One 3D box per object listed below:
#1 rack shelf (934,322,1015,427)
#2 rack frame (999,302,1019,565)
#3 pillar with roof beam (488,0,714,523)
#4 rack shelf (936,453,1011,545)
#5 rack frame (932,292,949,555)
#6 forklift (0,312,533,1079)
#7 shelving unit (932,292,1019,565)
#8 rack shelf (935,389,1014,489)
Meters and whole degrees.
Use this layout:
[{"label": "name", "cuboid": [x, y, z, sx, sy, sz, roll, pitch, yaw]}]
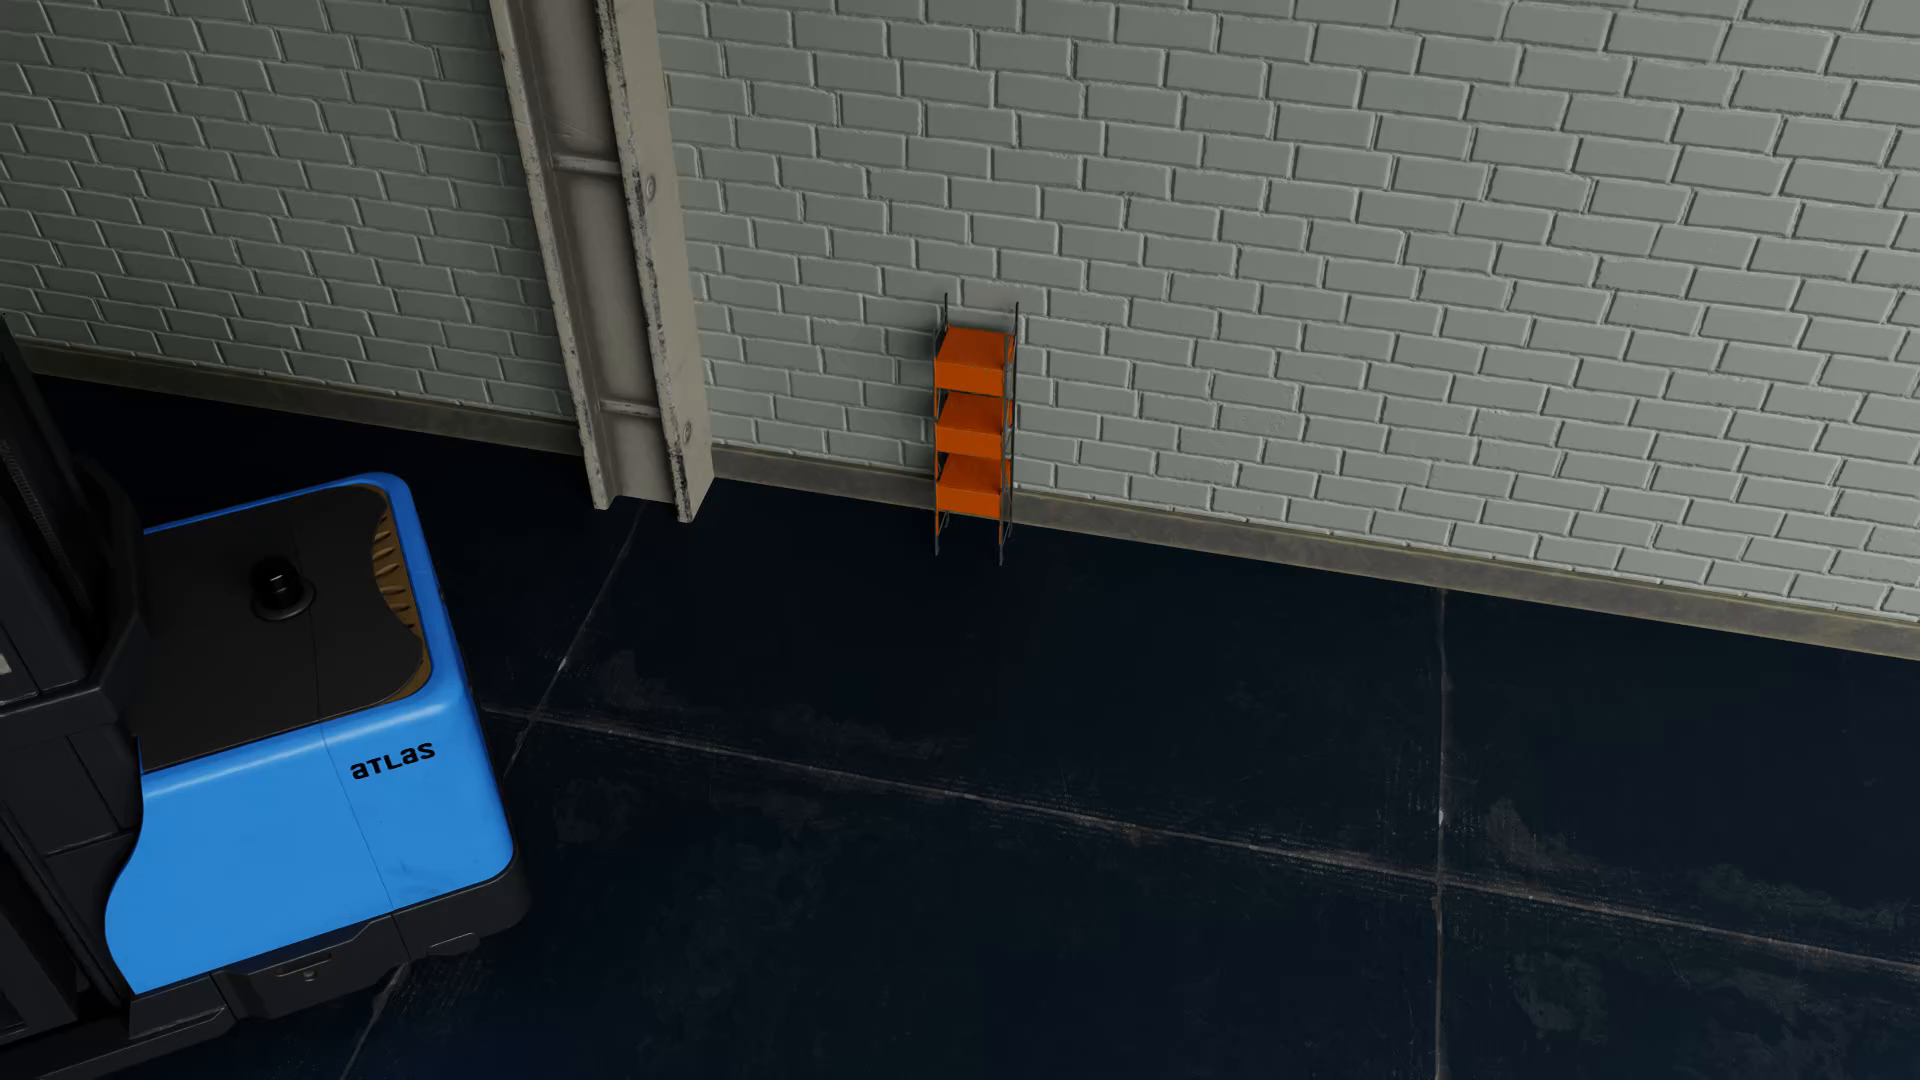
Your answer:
[{"label": "rack shelf", "cuboid": [0.052, -0.567, 5.688, 0.240, 0.259, 0.215, 9, 45, 9]}, {"label": "rack frame", "cuboid": [0.171, -0.352, 5.858, 0.008, 1.050, 0.200, 9, 45, 9]}, {"label": "pillar with roof beam", "cuboid": [-2.122, -0.527, 0.309, 0.400, 9.000, 9.100, 9, 45, 9]}, {"label": "rack shelf", "cuboid": [0.052, -0.162, 6.078, 0.240, 0.259, 0.215, 9, 45, 9]}, {"label": "rack frame", "cuboid": [-0.067, -0.389, 5.897, 0.008, 1.050, 0.200, 9, 45, 9]}, {"label": "forklift", "cuboid": [-2.856, 0.200, 3.929, 3.031, 2.935, 1.130, -16, 46, -16]}, {"label": "shelving unit", "cuboid": [0.052, -0.370, 5.877, 0.252, 1.050, 0.215, 9, 45, 9]}, {"label": "rack shelf", "cuboid": [0.052, -0.363, 5.885, 0.240, 0.259, 0.215, 9, 45, 9]}]
